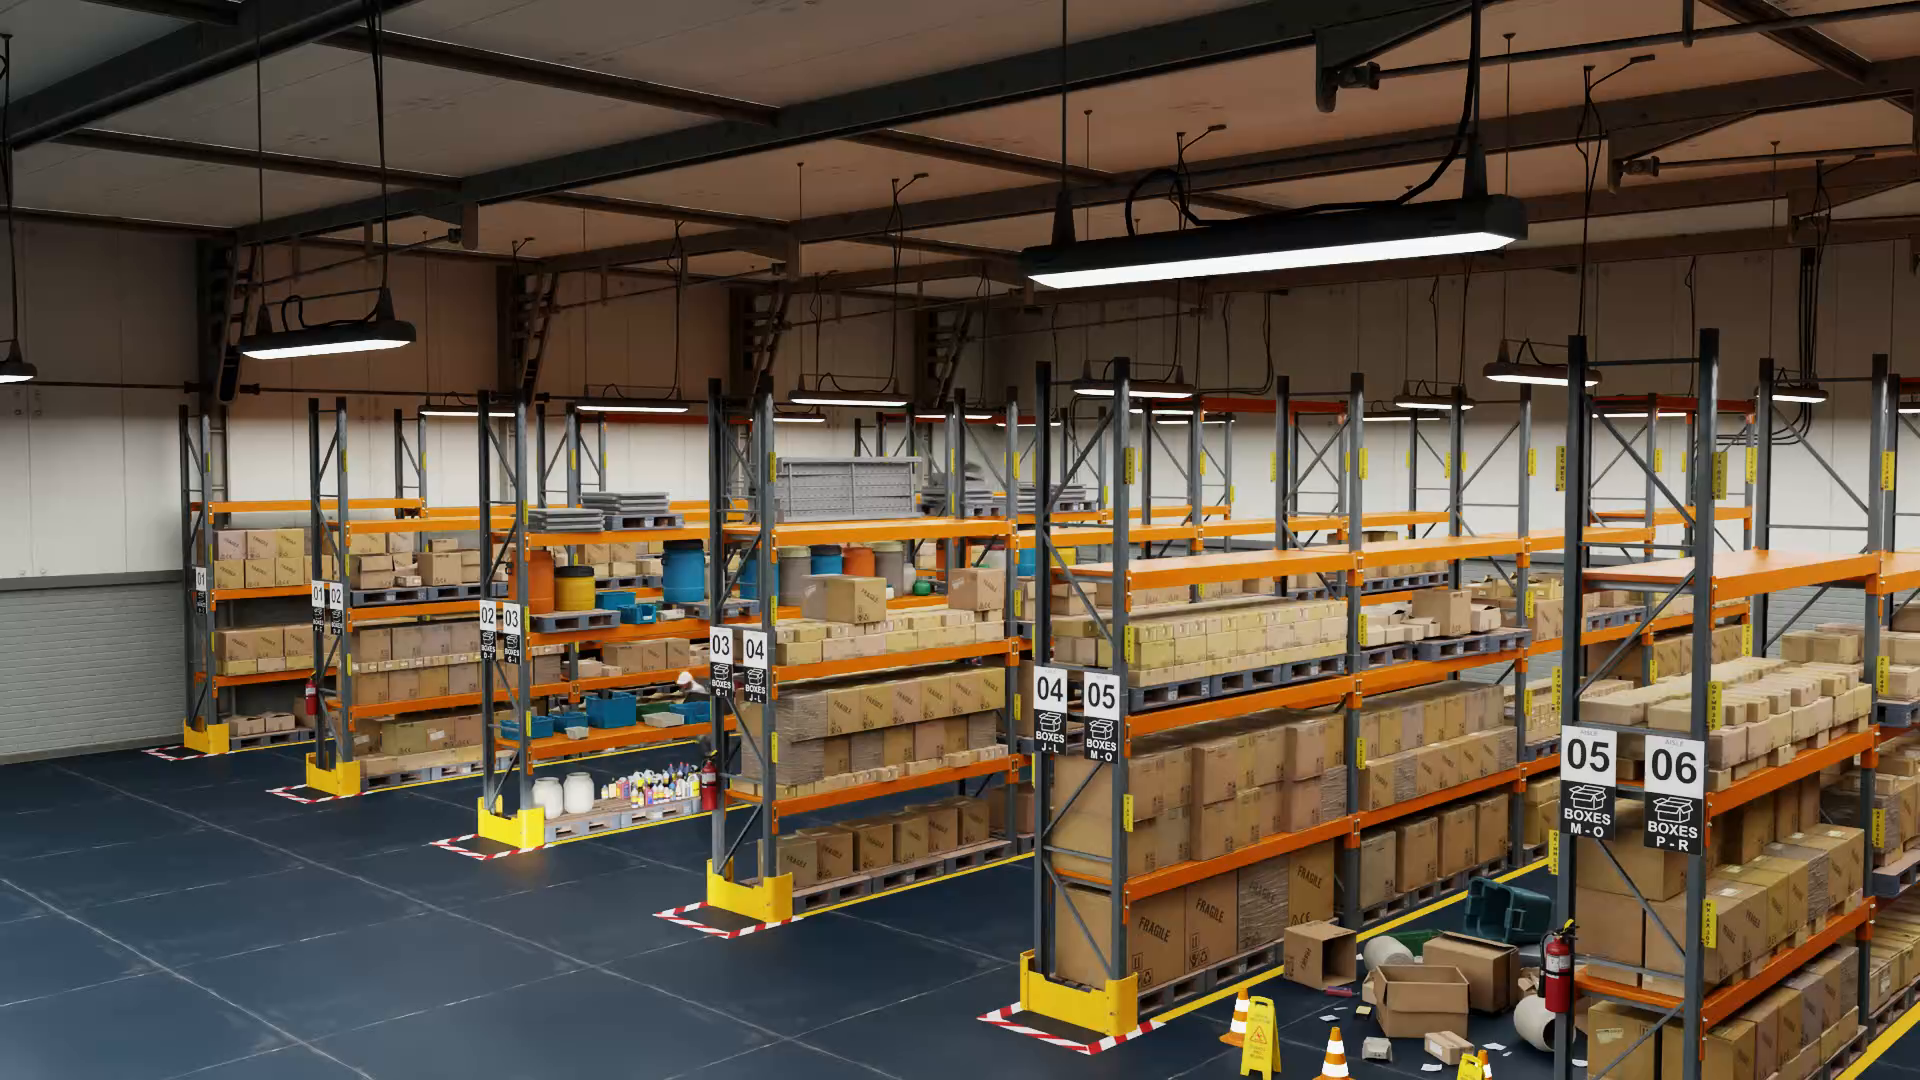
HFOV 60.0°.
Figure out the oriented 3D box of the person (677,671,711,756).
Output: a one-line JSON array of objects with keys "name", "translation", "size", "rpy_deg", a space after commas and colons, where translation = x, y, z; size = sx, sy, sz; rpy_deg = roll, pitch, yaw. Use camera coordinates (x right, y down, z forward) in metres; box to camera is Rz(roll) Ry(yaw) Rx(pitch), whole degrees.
[{"name": "person", "translation": [-4.427, 2.925, 28.003], "size": [0.954, 1.503, 0.707], "rpy_deg": [-3, 4, -41]}]
